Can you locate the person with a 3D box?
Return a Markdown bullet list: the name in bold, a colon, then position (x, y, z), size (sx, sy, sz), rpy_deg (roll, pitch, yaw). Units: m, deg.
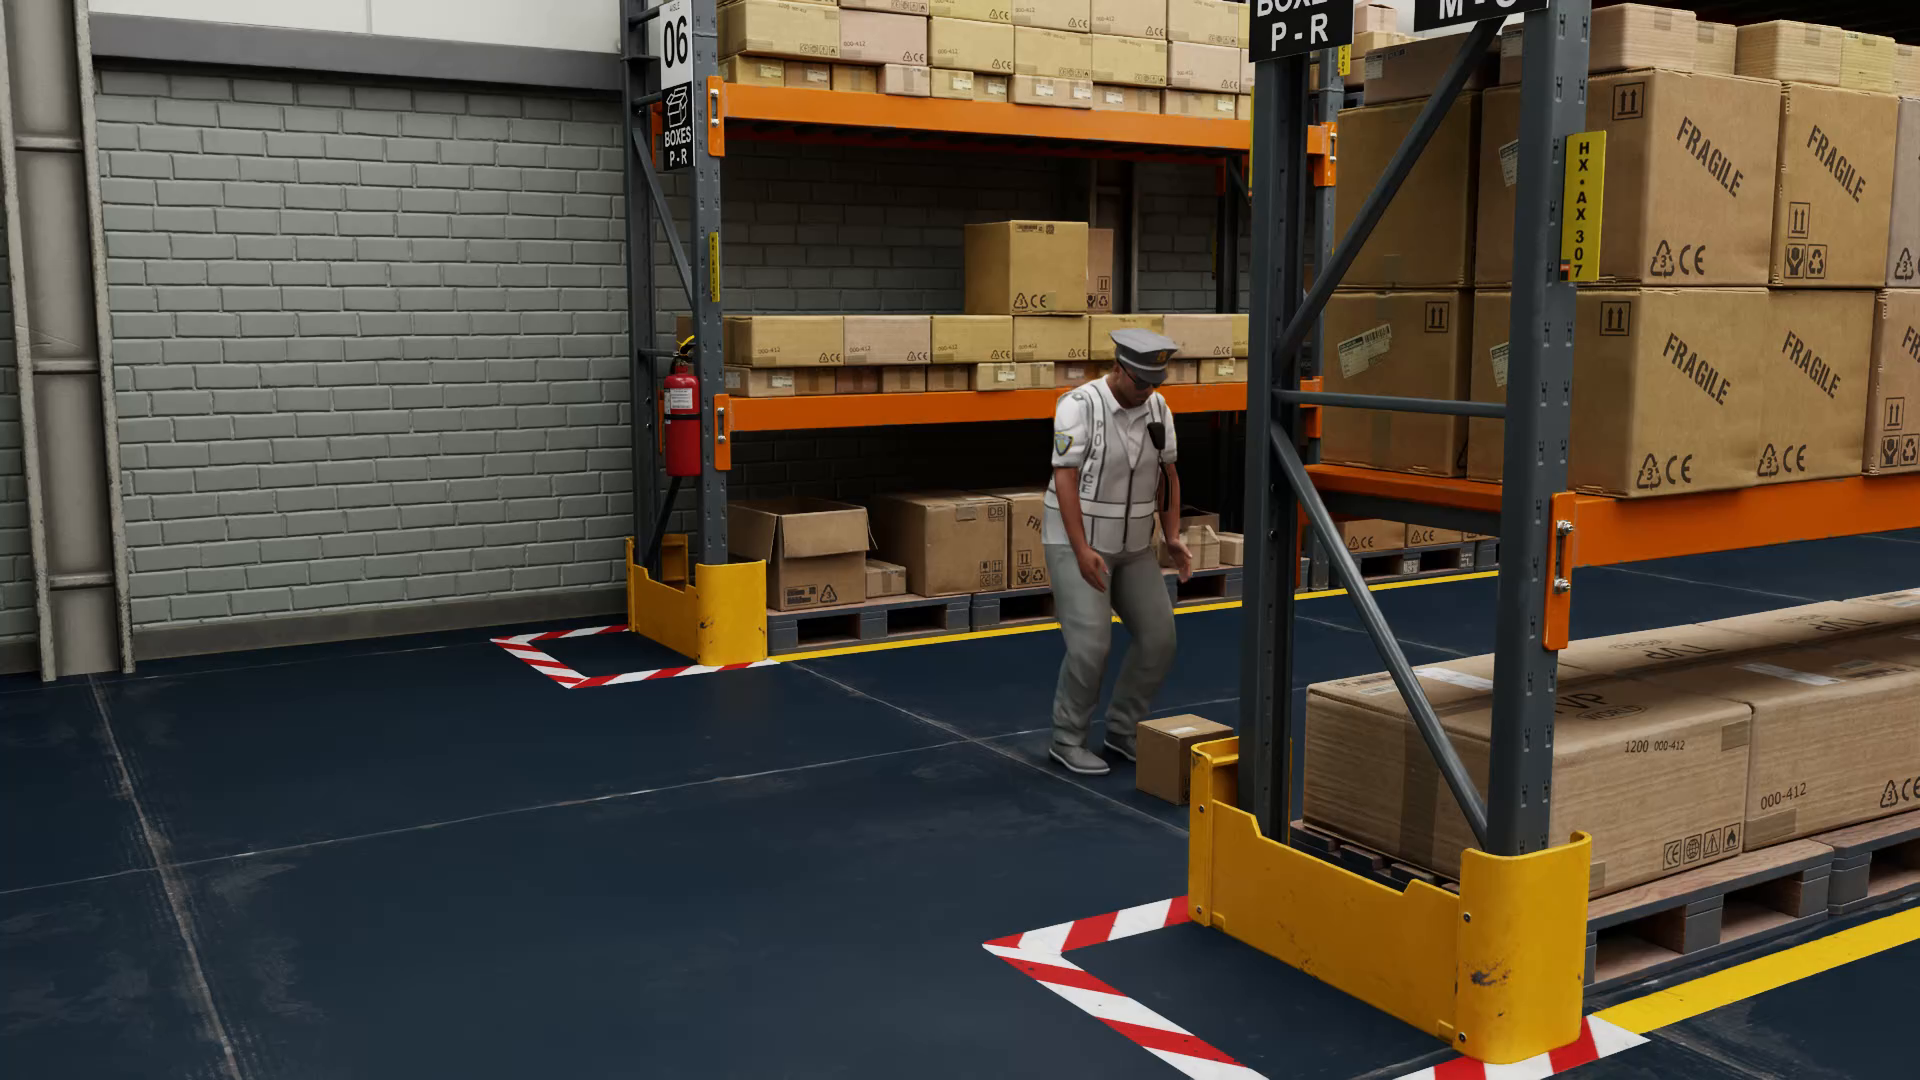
- **person**: position (0.598, 0.034, 6.368), size (0.564, 1.679, 0.539), rpy_deg (-5, 9, -29)
